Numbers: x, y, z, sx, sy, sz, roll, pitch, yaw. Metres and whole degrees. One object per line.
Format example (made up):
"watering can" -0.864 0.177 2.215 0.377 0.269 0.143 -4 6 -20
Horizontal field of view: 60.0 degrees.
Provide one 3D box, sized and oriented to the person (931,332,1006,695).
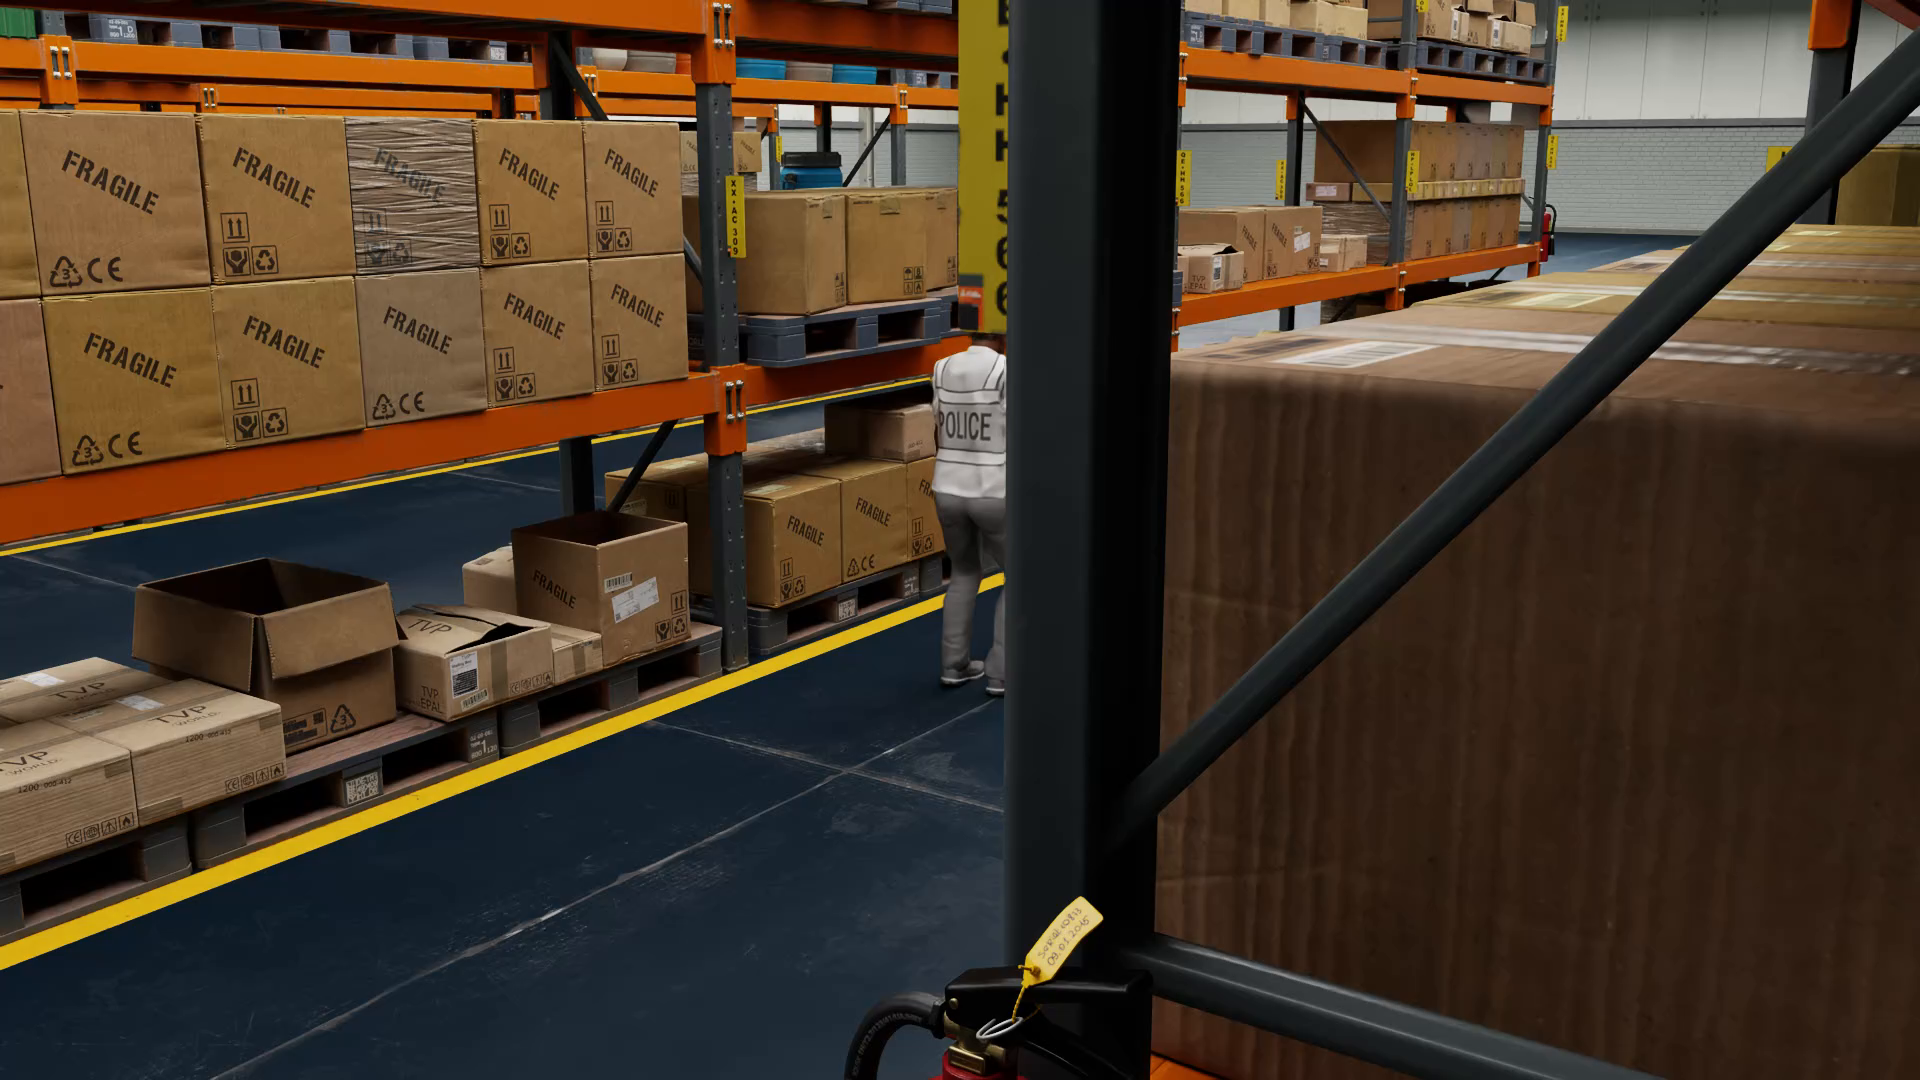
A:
"person" 0.091 -0.175 6.874 0.461 1.615 0.460 9 16 33
